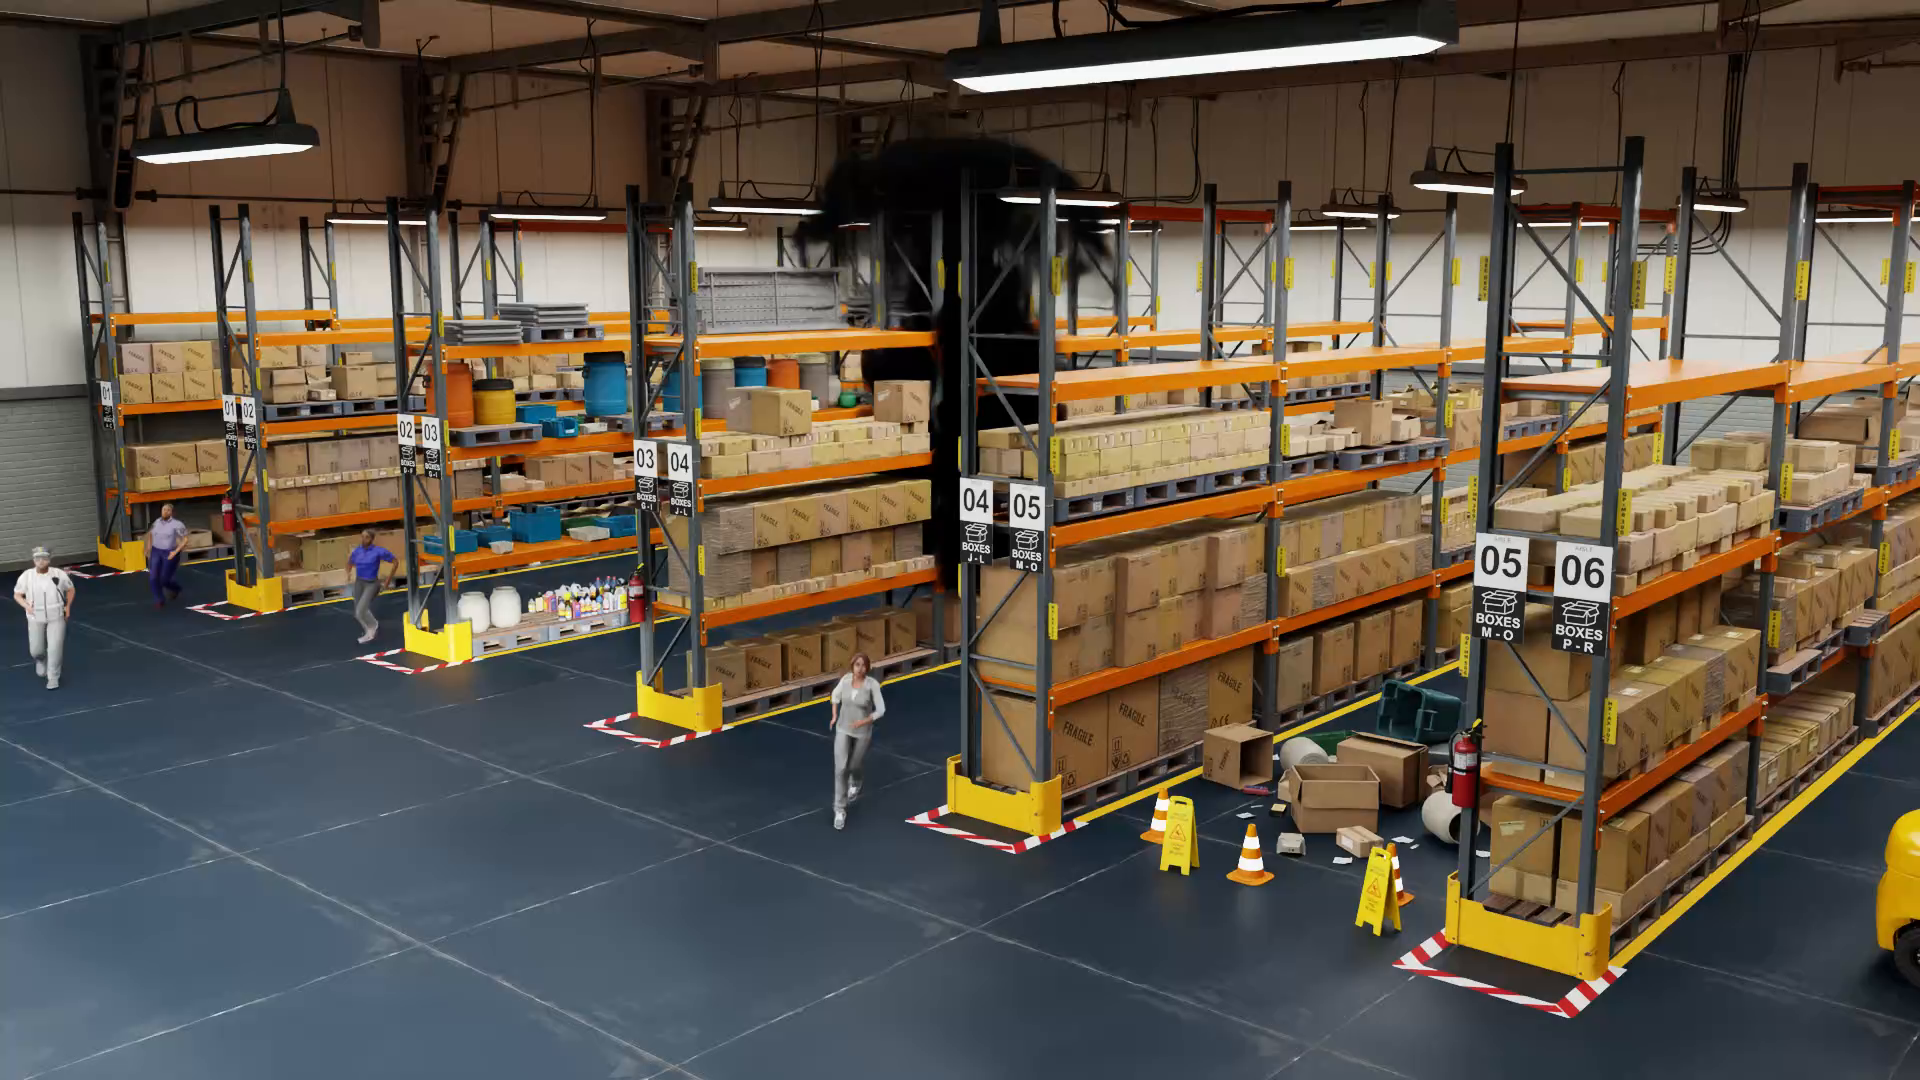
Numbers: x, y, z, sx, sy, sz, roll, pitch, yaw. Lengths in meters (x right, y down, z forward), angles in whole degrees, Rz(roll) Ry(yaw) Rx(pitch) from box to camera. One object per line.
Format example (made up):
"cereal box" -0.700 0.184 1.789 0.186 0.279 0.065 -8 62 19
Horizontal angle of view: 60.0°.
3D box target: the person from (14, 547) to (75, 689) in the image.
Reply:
"person" -11.225 0.928 20.440 0.664 1.742 0.678 -5 11 -28

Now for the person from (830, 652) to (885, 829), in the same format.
"person" -0.956 1.825 15.603 0.540 1.603 0.775 1 10 6

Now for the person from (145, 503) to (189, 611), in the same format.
"person" -11.937 0.246 25.086 0.657 1.598 0.602 1 9 4

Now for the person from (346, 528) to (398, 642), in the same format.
"person" -8.047 0.635 22.634 0.672 1.598 0.568 3 10 19
